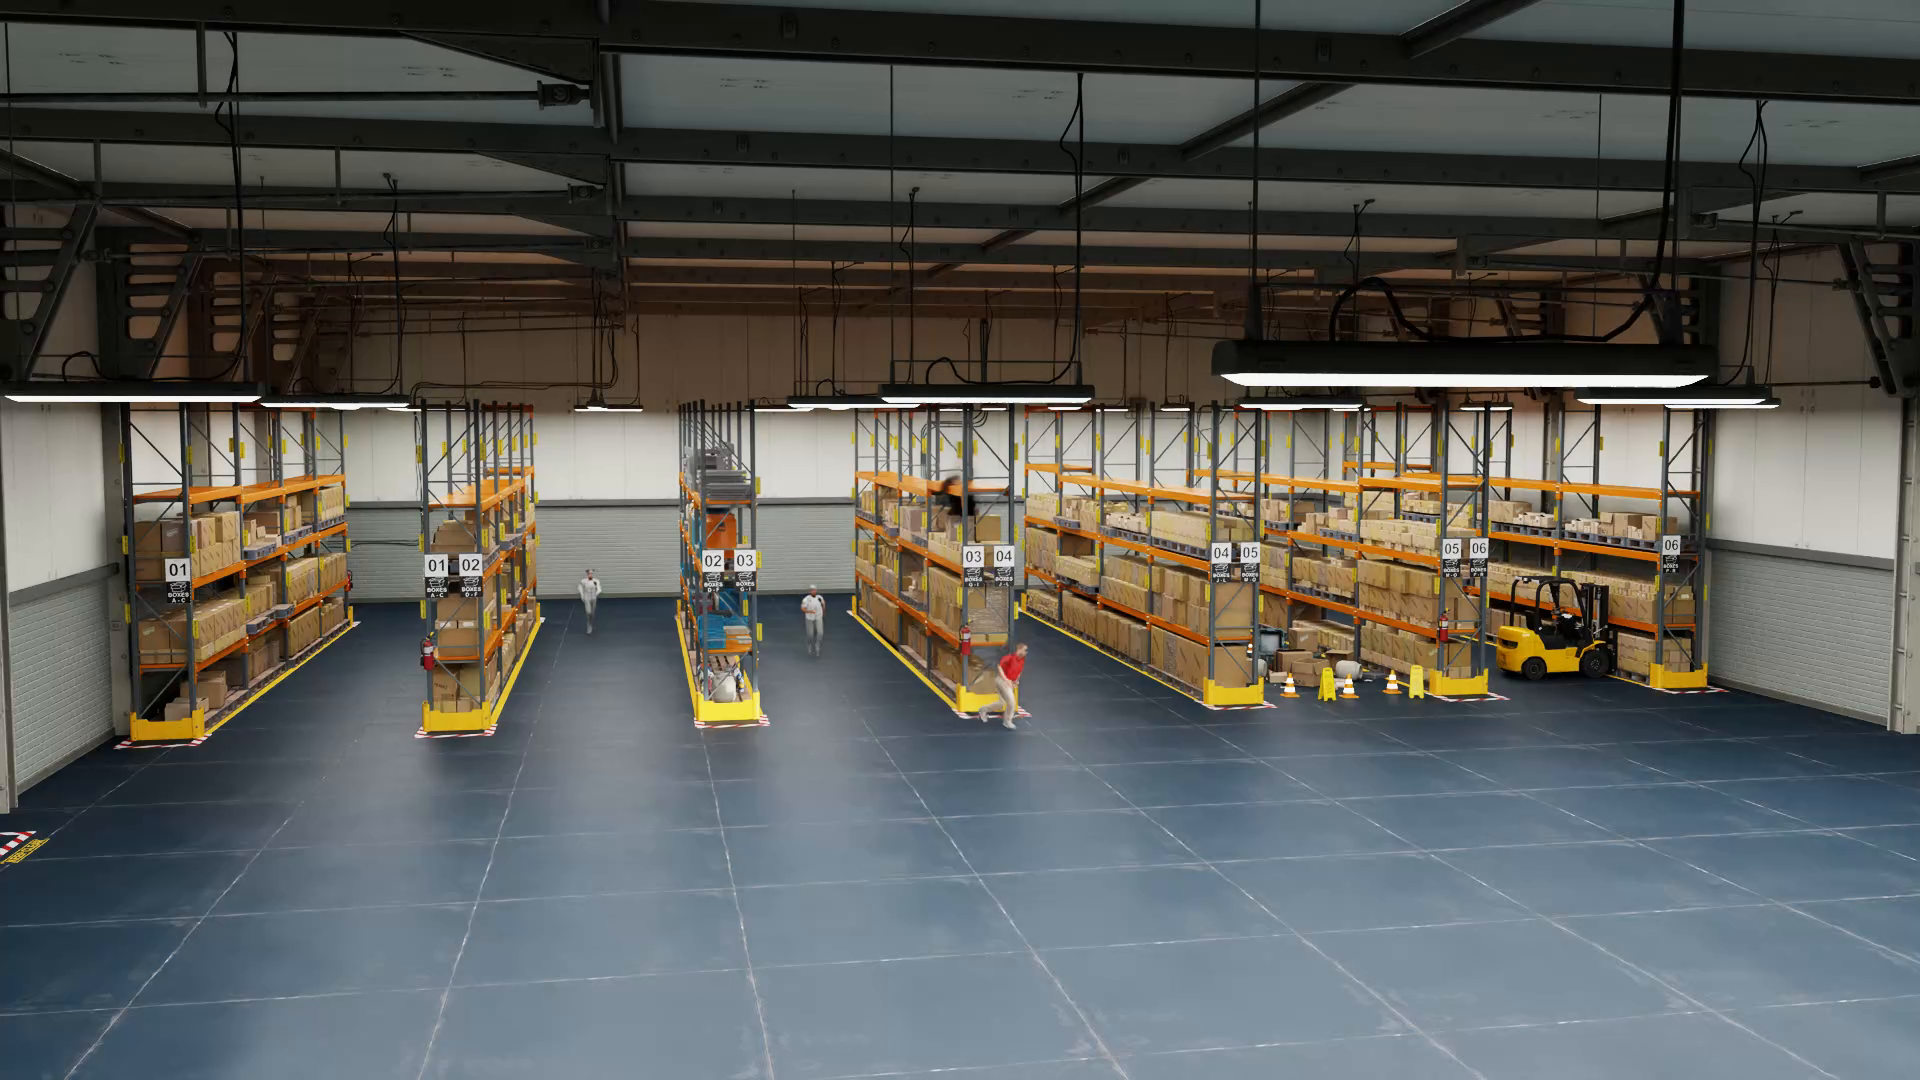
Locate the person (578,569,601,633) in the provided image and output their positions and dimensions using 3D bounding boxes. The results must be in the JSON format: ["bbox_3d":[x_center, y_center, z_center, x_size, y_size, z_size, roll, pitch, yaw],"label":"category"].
[{"bbox_3d":[-9.720,1.600,43.780,0.541,1.730,0.810,-2,5,-27],"label":"person"}]

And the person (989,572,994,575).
[{"bbox_3d":[0.761,1.346,47.598,0.613,1.656,0.825,0,4,-3],"label":"person"}]

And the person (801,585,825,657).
[{"bbox_3d":[-3.480,1.926,39.567,0.604,1.717,0.718,-1,4,-13],"label":"person"}]

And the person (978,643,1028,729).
[{"bbox_3d":[0.789,2.663,30.523,1.010,1.611,0.658,3,5,33],"label":"person"}]
